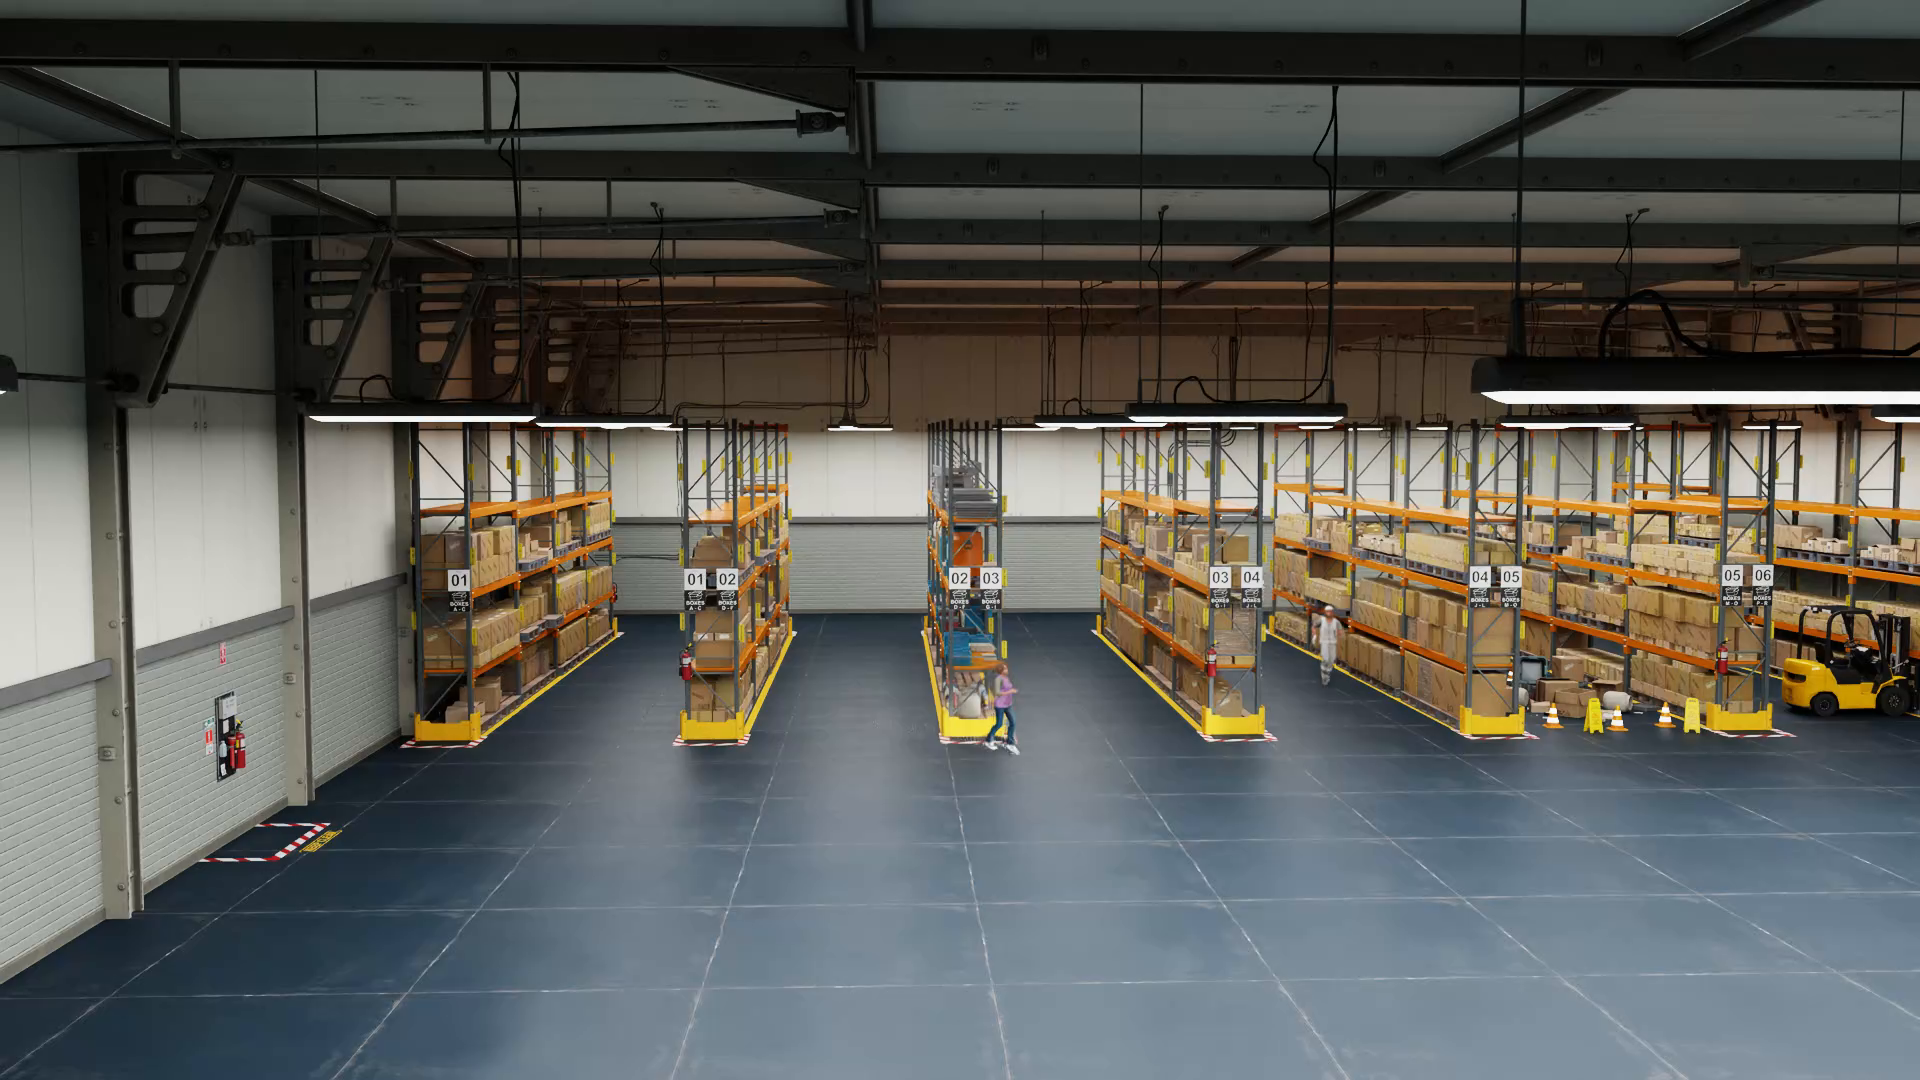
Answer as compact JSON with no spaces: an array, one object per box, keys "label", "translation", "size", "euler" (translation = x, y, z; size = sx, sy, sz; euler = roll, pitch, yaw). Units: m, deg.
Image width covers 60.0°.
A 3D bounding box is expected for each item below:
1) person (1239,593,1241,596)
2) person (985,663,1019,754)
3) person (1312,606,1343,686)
[{"label":"person","translation":[8.350,1.752,48.866],"size":[0.779,1.721,0.774],"euler":[-1,4,-10]},{"label":"person","translation":[0.757,3.007,29.772],"size":[0.690,1.639,0.518],"euler":[2,4,33]},{"label":"person","translation":[8.381,2.407,37.878],"size":[0.649,1.823,0.748],"euler":[0,4,-3]}]
